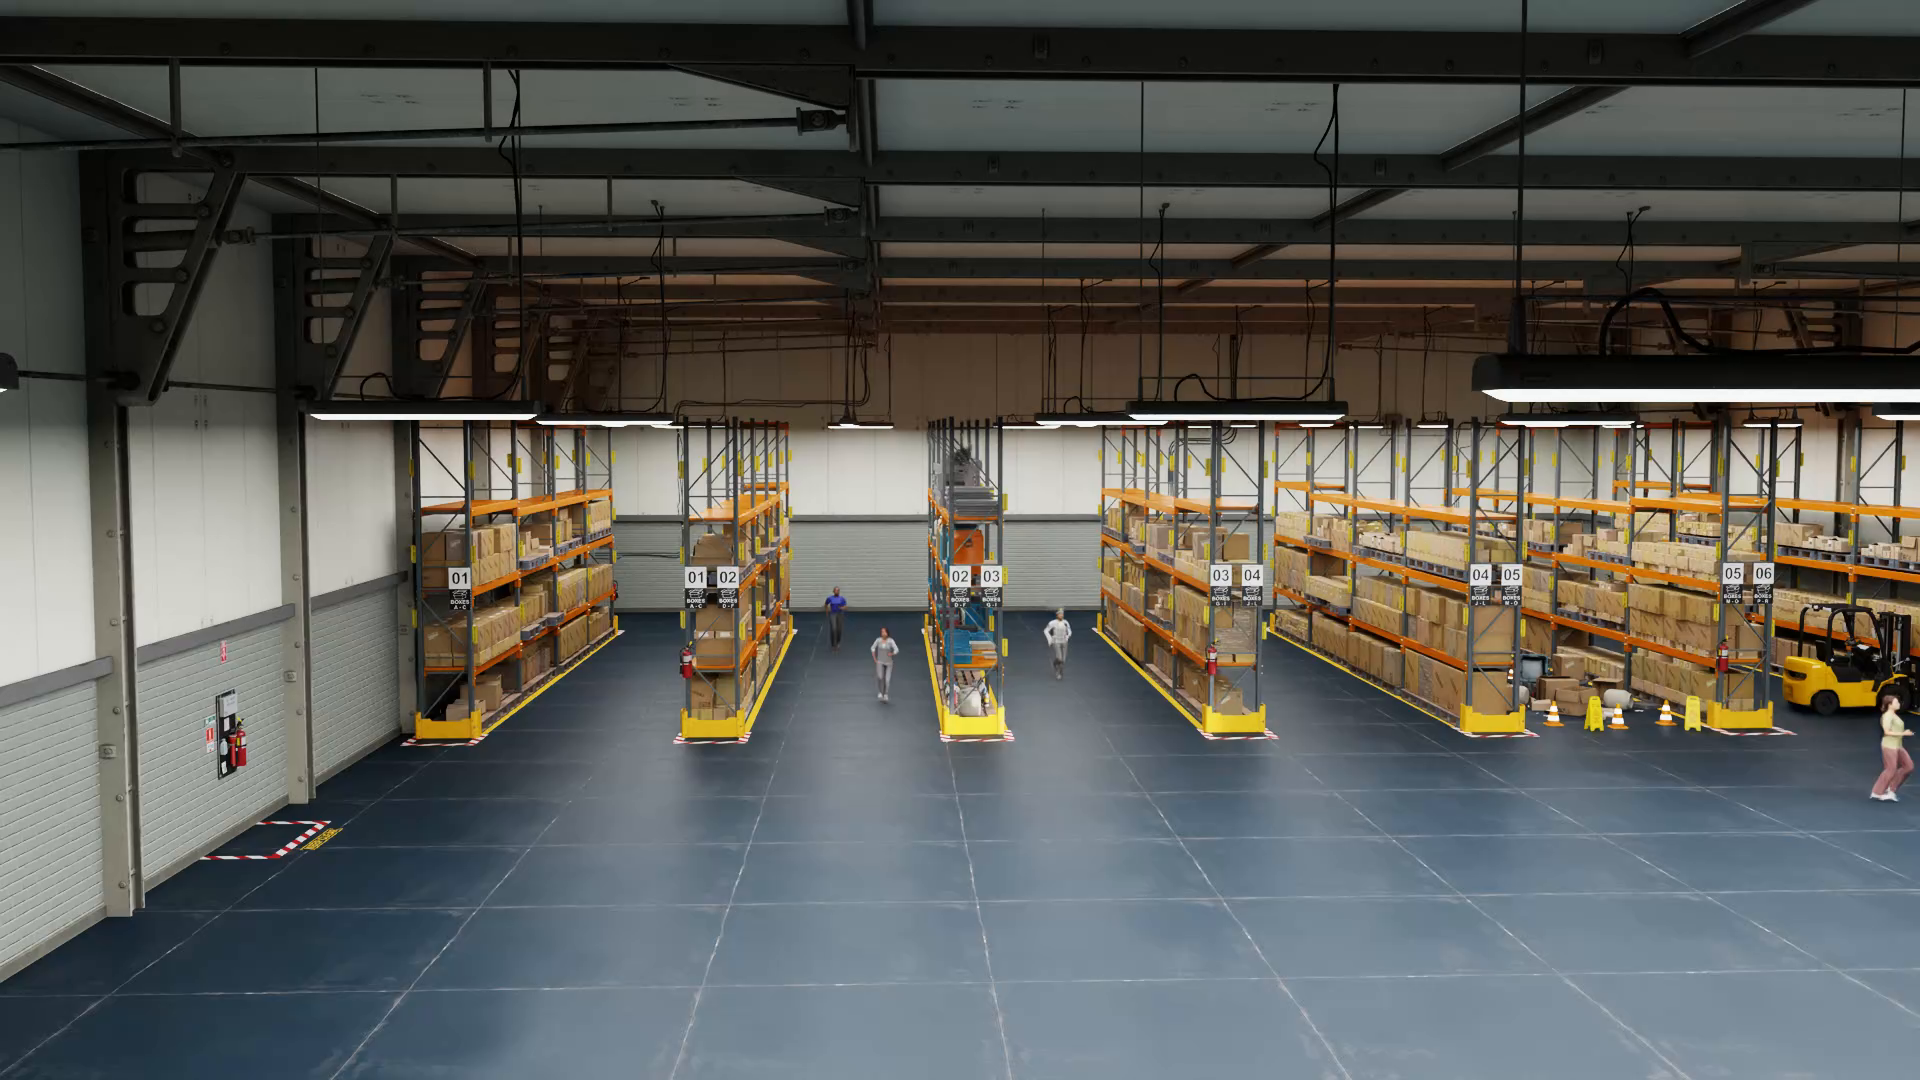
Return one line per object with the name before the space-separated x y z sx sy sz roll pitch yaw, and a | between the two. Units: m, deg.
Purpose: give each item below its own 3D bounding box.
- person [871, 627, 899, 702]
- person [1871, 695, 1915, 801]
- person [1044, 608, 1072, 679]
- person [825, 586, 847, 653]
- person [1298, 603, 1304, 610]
person | -1.590 2.630 35.160 0.593 1.577 0.557 0 4 2
person | 14.416 3.218 25.658 0.600 1.660 0.562 4 5 44
person | 2.307 2.391 38.284 0.599 1.657 0.562 -1 4 -17
person | -3.229 2.064 43.408 0.549 1.717 0.781 -1 4 -12
person | 10.116 1.682 48.765 0.894 1.707 0.673 3 5 35
